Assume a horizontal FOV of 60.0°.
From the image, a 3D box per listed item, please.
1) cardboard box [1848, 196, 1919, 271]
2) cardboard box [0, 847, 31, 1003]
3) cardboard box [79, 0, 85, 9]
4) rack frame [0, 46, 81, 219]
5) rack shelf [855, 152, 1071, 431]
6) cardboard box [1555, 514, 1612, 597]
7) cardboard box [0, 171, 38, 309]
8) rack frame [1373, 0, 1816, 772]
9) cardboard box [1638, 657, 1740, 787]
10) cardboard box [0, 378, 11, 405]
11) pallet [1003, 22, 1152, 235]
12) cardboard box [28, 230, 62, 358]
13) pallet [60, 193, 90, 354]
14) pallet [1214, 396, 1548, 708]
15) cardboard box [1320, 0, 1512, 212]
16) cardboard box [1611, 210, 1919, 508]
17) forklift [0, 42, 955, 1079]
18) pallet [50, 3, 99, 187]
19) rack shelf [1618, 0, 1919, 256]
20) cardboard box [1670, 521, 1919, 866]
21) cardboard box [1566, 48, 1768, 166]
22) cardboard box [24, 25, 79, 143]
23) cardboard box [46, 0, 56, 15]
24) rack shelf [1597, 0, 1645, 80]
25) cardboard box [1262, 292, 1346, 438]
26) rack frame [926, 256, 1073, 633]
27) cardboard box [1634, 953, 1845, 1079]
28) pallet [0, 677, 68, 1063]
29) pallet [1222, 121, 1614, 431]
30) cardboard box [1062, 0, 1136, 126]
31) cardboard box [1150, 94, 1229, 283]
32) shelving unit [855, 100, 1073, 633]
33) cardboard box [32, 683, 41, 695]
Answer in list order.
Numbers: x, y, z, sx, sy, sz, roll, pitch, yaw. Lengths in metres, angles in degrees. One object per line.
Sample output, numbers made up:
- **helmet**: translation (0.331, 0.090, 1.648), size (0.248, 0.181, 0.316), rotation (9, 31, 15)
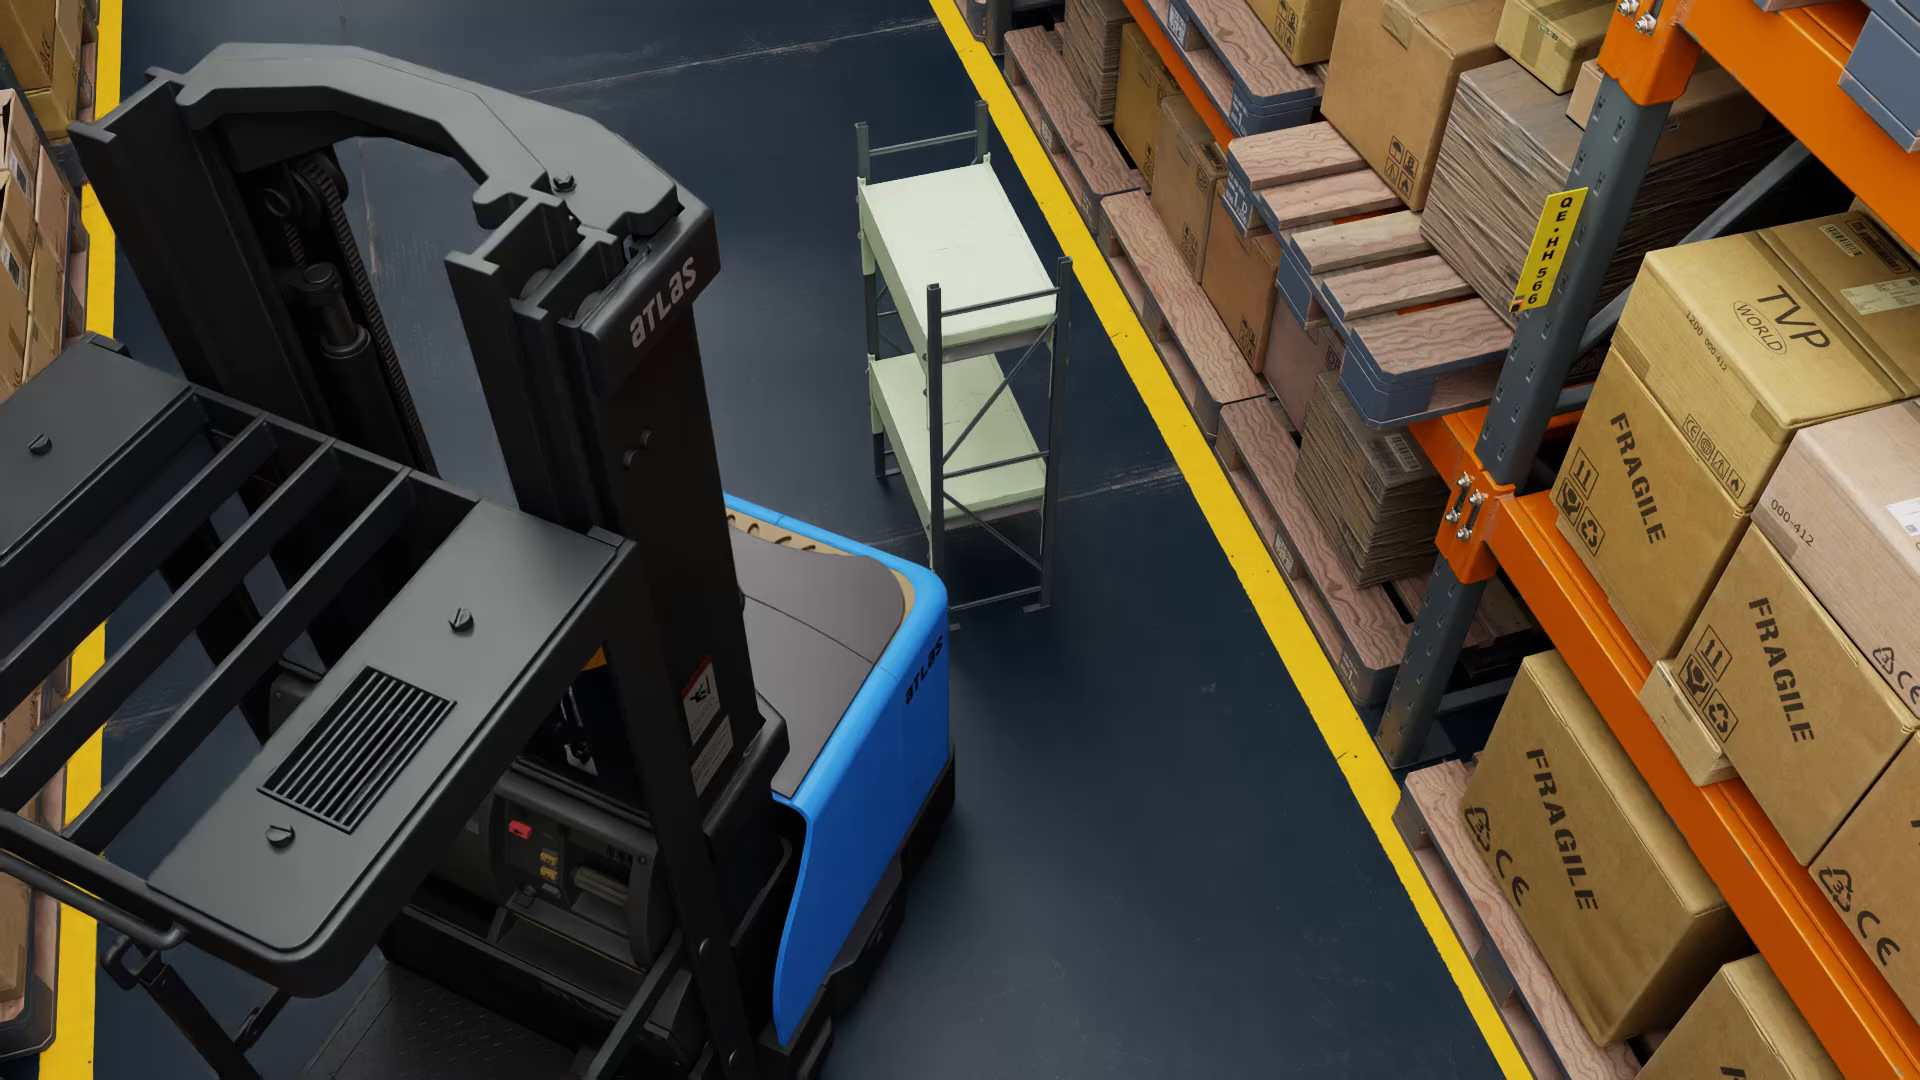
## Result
- **cardboard box**: translation (2.175, -0.511, 3.455), size (0.500, 0.250, 0.500), rotation (-12, 51, -10)
- **cardboard box**: translation (-2.812, 1.017, 4.454), size (0.500, 0.250, 0.500), rotation (-13, 51, -11)
- **cardboard box**: translation (-4.254, -2.595, 7.500), size (0.500, 0.250, 0.500), rotation (-13, 51, -11)
- **rack frame**: translation (-4.120, -2.206, 5.648), size (1.000, 3.000, 0.127), rotation (-13, 51, -11)
- **rack shelf**: translation (-0.002, -0.740, 4.882), size (0.431, 0.370, 0.720), rotation (-13, 51, -11)
- **cardboard box**: translation (1.670, -0.040, 3.973), size (0.380, 0.149, 0.250), rotation (-14, 51, -12)
- **cardboard box**: translation (-3.567, -1.026, 5.810), size (0.500, 0.311, 0.500), rotation (-12, 51, -10)
- **rack frame**: translation (1.794, -0.407, 4.132), size (1.000, 3.000, 0.127), rotation (-13, 51, -11)
- **cardboard box**: translation (1.734, 0.359, 3.637), size (0.380, 0.149, 0.250), rotation (-12, 51, -10)
- **cardboard box**: translation (-3.276, -0.294, 5.193), size (0.500, 0.311, 0.500), rotation (-14, 51, -11)
- **pallet**: translation (0.842, -1.862, 7.182), size (1.003, 0.211, 1.213), rotation (-13, 51, -11)
- **cardboard box**: translation (-3.573, -0.848, 6.027), size (0.500, 0.250, 0.500), rotation (-14, 51, -12)
- **pallet**: translation (-3.865, -0.778, 6.268), size (1.003, 0.211, 1.213), rotation (-13, 51, -11)
- **pallet**: translation (1.564, -0.080, 5.679), size (1.003, 0.211, 1.213), rotation (-13, 51, -11)
- **cardboard box**: translation (1.454, -1.325, 4.552), size (0.700, 0.500, 0.500), rotation (-18, 52, -14)
- **cardboard box**: translation (1.690, -0.373, 3.339), size (0.500, 0.250, 0.500), rotation (-12, 51, -10)
- **forklift**: translation (-1.105, 0.699, 3.244), size (1.130, 2.935, 3.031), rotation (20, 53, 16)
- **pallet**: translation (-4.315, -1.898, 7.212), size (1.003, 0.211, 1.213), rotation (-13, 51, -11)
- **rack shelf**: translation (2.385, 0.318, 2.028), size (1.077, 0.370, 4.000), rotation (-13, 51, -11)
- **cardboard box**: translation (1.839, 0.255, 3.300), size (0.500, 0.500, 0.500), rotation (-12, 51, -10)
- **cardboard box**: translation (1.663, -1.036, 3.884), size (0.380, 0.149, 0.250), rotation (-19, 53, -16)
- **cardboard box**: translation (-3.968, -1.862, 6.882), size (0.500, 0.250, 0.500), rotation (-13, 51, -11)
- **cardboard box**: translation (-4.114, -2.470, 6.904), size (0.500, 0.500, 0.500), rotation (-13, 51, -11)
- **rack shelf**: translation (1.202, -2.603, 4.491), size (1.077, 0.370, 4.000), rotation (-13, 51, -11)
- **cardboard box**: translation (1.490, -0.660, 5.692), size (0.700, 0.500, 0.500), rotation (-13, 51, -11)
- **rack frame**: translation (0.106, -0.221, 4.955), size (0.400, 1.500, 0.023), rotation (-13, 51, -11)
- **cardboard box**: translation (2.139, 1.358, 3.775), size (0.750, 0.750, 0.750), rotation (-14, 51, -11)
- **pallet**: translation (-3.144, 1.004, 4.766), size (1.003, 0.211, 1.213), rotation (-13, 51, -11)
- **pallet**: translation (1.481, -0.842, 4.623), size (1.213, 0.211, 1.003), rotation (-13, 51, -11)
- **cardboard box**: translation (0.844, -2.131, 6.932), size (0.700, 0.500, 0.500), rotation (-12, 51, -10)
- **cardboard box**: translation (1.157, -1.383, 6.301), size (0.700, 0.500, 0.500), rotation (-13, 51, -11)
- **shelving unit**: translation (-0.002, -0.488, 5.181), size (0.431, 1.500, 0.755), rotation (-13, 51, -11)
- **cardboard box**: translation (-3.121, 0.272, 5.083), size (0.500, 0.250, 0.500), rotation (-15, 51, -12)
